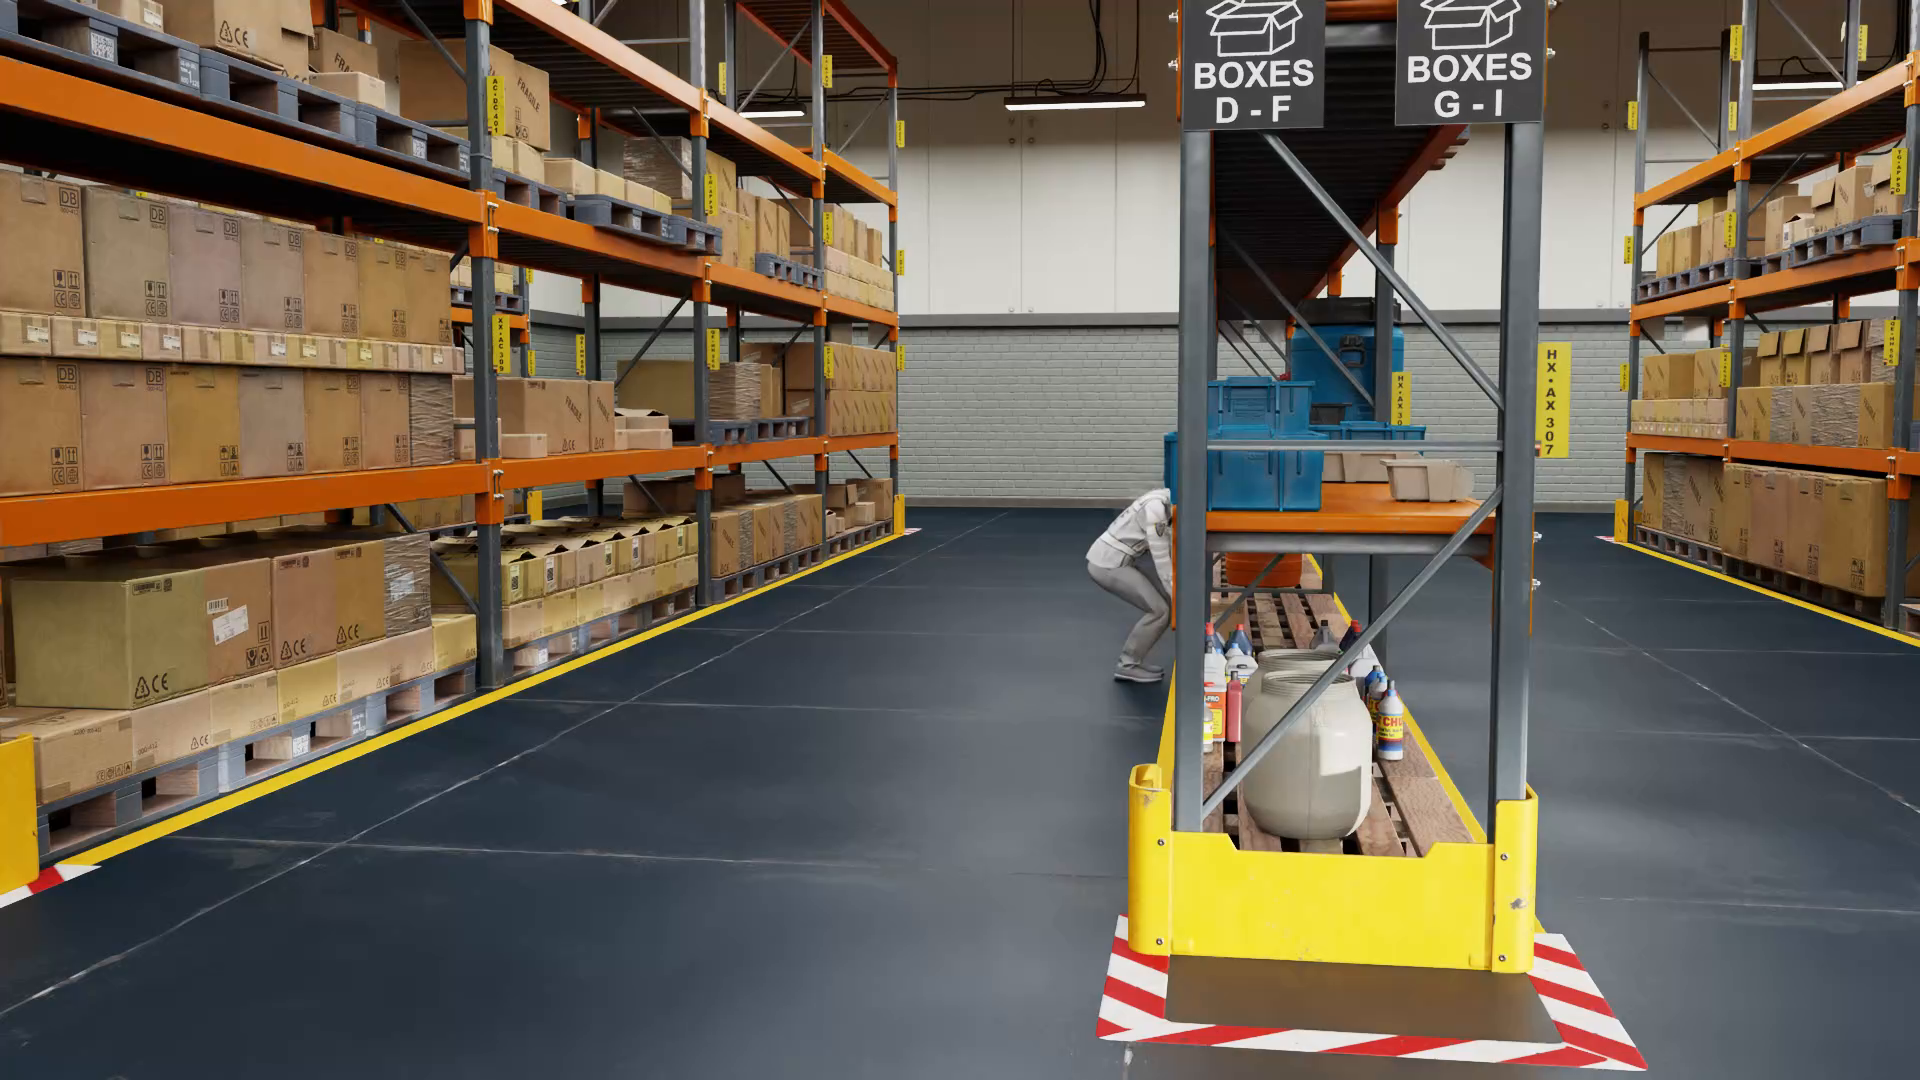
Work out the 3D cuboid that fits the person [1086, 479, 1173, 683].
[{"bbox_3d":[1.138,0.186,9.937,0.749,1.295,0.534,1,5,18],"label":"person"}]
